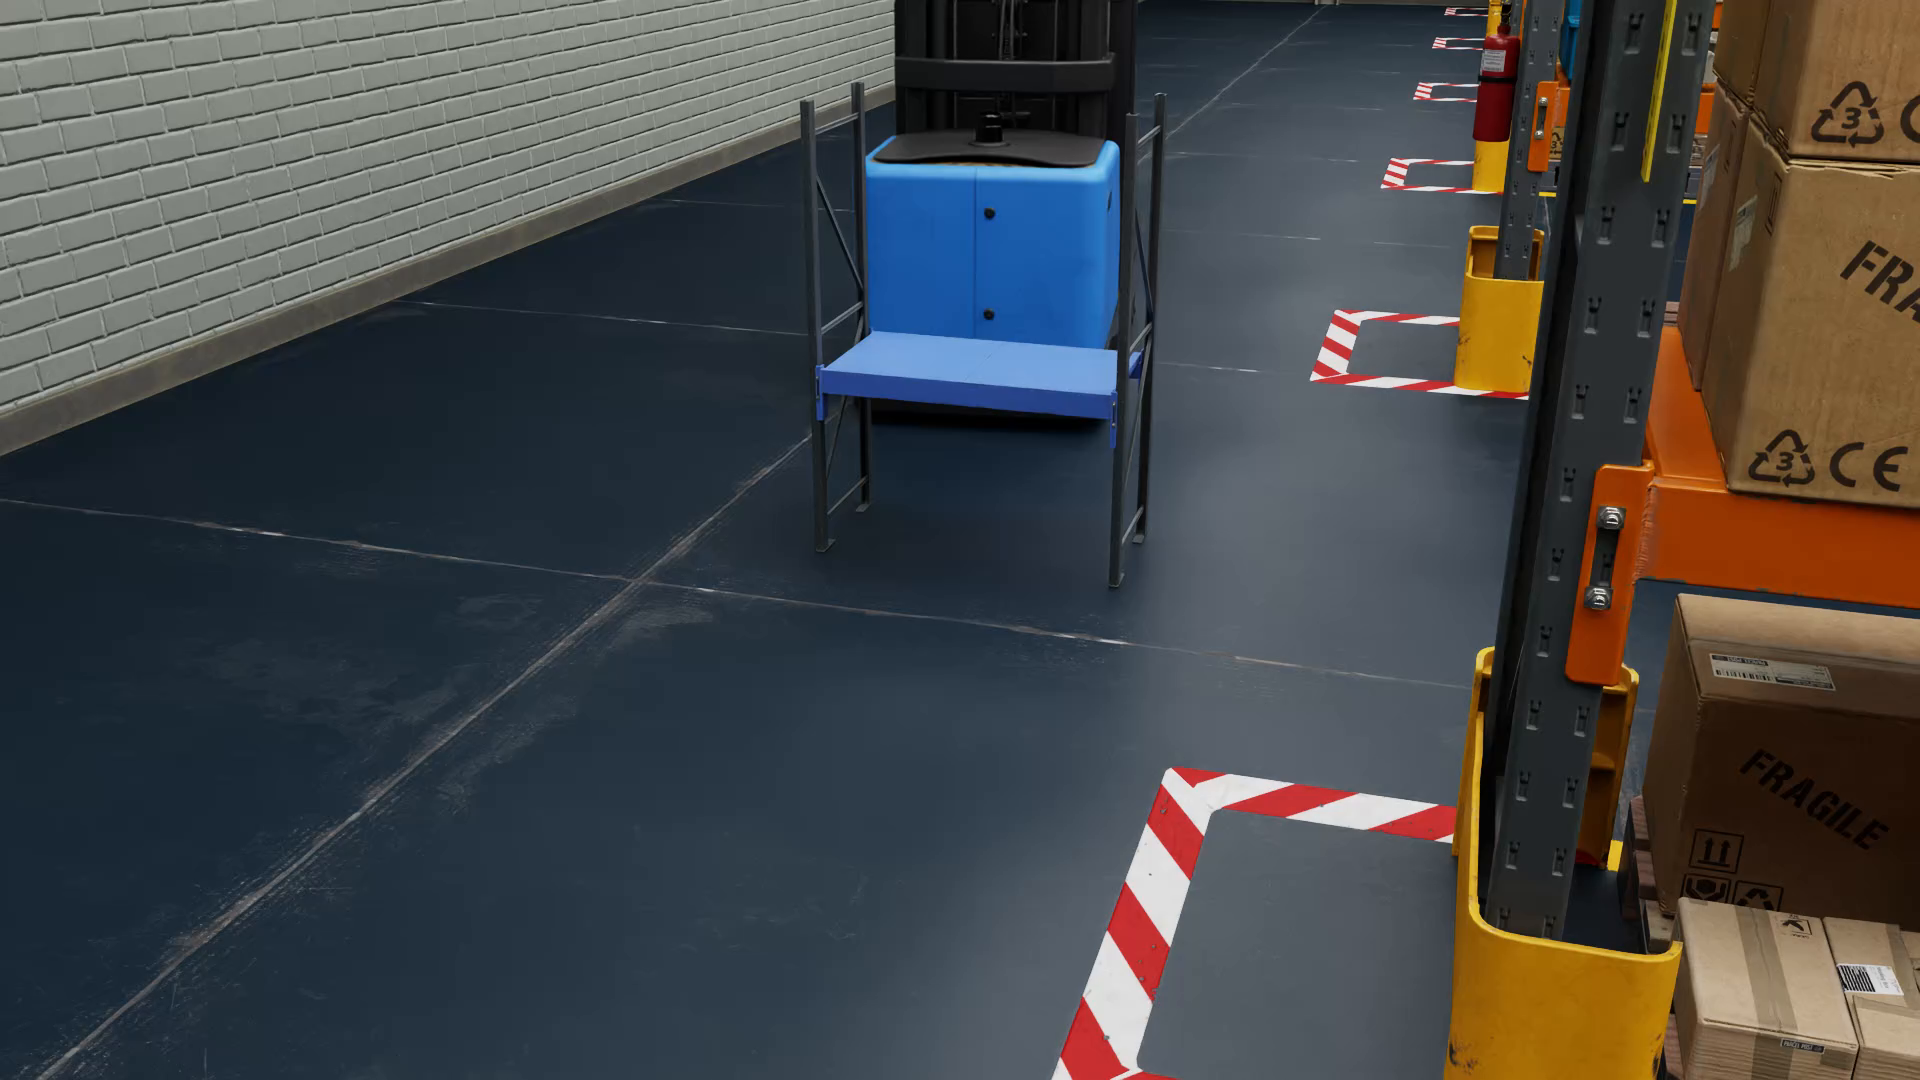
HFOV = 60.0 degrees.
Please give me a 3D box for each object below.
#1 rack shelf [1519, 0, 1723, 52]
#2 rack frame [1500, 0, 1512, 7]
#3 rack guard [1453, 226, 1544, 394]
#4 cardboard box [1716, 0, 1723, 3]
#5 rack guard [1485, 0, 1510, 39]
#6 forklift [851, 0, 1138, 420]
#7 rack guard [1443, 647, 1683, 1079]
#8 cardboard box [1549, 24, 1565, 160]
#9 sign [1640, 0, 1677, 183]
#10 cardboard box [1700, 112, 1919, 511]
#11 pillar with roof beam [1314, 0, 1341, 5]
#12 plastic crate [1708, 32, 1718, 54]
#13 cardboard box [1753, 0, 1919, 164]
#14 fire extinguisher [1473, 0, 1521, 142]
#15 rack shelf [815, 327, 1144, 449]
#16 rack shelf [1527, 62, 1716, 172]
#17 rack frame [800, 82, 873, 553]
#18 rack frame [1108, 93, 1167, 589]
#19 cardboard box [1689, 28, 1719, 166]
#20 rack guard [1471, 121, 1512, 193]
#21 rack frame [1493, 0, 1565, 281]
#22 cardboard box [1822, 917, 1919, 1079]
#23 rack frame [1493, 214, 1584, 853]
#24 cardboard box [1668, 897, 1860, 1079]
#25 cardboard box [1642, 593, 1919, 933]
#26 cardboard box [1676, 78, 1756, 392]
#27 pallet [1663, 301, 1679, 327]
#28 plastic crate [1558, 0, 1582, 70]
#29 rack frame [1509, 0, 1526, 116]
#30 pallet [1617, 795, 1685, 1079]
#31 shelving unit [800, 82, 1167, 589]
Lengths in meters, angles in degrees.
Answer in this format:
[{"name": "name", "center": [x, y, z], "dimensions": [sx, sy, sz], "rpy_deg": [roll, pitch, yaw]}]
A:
[{"name": "rack shelf", "center": [5.907, -3.509, 11.319], "dimensions": [4.000, 0.370, 1.077], "rpy_deg": [7, 23, 16]}, {"name": "rack frame", "center": [6.855, -7.661, 20.495], "dimensions": [0.127, 3.000, 1.000], "rpy_deg": [7, 23, 16]}, {"name": "rack guard", "center": [2.535, -1.103, 7.799], "dimensions": [0.348, 0.500, 1.175], "rpy_deg": [7, 23, 16]}, {"name": "cardboard box", "center": [4.978, -3.702, 11.173], "dimensions": [0.250, 0.149, 0.380], "rpy_deg": [6, 23, 15]}, {"name": "rack guard", "center": [6.832, -6.507, 20.975], "dimensions": [0.348, 0.500, 1.175], "rpy_deg": [7, 23, 16]}, {"name": "forklift", "center": [0.287, -2.368, 7.680], "dimensions": [1.130, 2.935, 3.031], "rpy_deg": [3, 23, 8]}, {"name": "rack guard", "center": [1.200, 0.703, 3.397], "dimensions": [0.348, 0.500, 1.175], "rpy_deg": [7, 23, 16]}, {"name": "cardboard box", "center": [4.628, -3.231, 11.940], "dimensions": [0.875, 0.875, 0.875], "rpy_deg": [7, 23, 16]}, {"name": "sign", "center": [0.971, -0.665, 2.298], "dimensions": [0.005, 0.325, 0.100], "rpy_deg": [7, 23, 16]}, {"name": "cardboard box", "center": [2.766, -0.321, 2.469], "dimensions": [3.026, 0.500, 1.079], "rpy_deg": [7, 23, 16]}, {"name": "pillar with roof beam", "center": [4.721, -11.300, 21.459], "dimensions": [0.400, 9.000, 9.100], "rpy_deg": [7, 23, 16]}, {"name": "plastic crate", "center": [3.395, -2.143, 7.311], "dimensions": [0.243, 0.136, 0.396], "rpy_deg": [7, 23, 16]}, {"name": "cardboard box", "center": [1.476, -0.826, 2.382], "dimensions": [0.500, 0.500, 0.500], "rpy_deg": [7, 23, 17]}, {"name": "fire extinguisher", "center": [2.549, -2.234, 7.858], "dimensions": [0.183, 0.674, 0.296], "rpy_deg": [7, 23, 16]}, {"name": "rack shelf", "center": [0.082, -0.518, 5.531], "dimensions": [1.000, 0.185, 0.538], "rpy_deg": [7, 23, 16]}, {"name": "rack shelf", "center": [4.477, -1.709, 6.932], "dimensions": [4.000, 0.370, 1.077], "rpy_deg": [7, 23, 16]}, {"name": "rack frame", "center": [-0.405, -0.740, 5.598], "dimensions": [0.032, 1.500, 0.500], "rpy_deg": [7, 23, 16]}, {"name": "rack frame", "center": [0.568, -0.629, 5.327], "dimensions": [0.032, 1.500, 0.500], "rpy_deg": [7, 23, 16]}, {"name": "cardboard box", "center": [5.500, -3.131, 11.697], "dimensions": [0.875, 0.875, 0.875], "rpy_deg": [7, 23, 16]}, {"name": "rack guard", "center": [3.969, -2.907, 12.198], "dimensions": [0.348, 0.500, 1.175], "rpy_deg": [7, 23, 16]}, {"name": "rack frame", "center": [2.562, -2.261, 7.330], "dimensions": [0.127, 3.000, 1.000], "rpy_deg": [7, 23, 16]}, {"name": "cardboard box", "center": [1.668, 0.844, 2.914], "dimensions": [0.250, 0.166, 0.380], "rpy_deg": [7, 23, 16]}, {"name": "rack frame", "center": [1.126, -0.461, 2.940], "dimensions": [0.053, 2.616, 0.949], "rpy_deg": [7, 23, 16]}, {"name": "cardboard box", "center": [1.429, 0.824, 2.985], "dimensions": [0.250, 0.149, 0.380], "rpy_deg": [7, 23, 16]}, {"name": "cardboard box", "center": [1.719, 0.461, 3.407], "dimensions": [0.500, 0.500, 0.500], "rpy_deg": [7, 23, 16]}, {"name": "cardboard box", "center": [1.635, -0.558, 3.046], "dimensions": [0.500, 0.500, 0.500], "rpy_deg": [7, 23, 17]}, {"name": "pallet", "center": [3.340, -0.866, 7.604], "dimensions": [1.213, 0.211, 1.003], "rpy_deg": [7, 23, 16]}, {"name": "plastic crate", "center": [2.936, -2.336, 7.388], "dimensions": [0.499, 0.435, 0.616], "rpy_deg": [7, 23, 16]}, {"name": "rack frame", "center": [3.992, -4.061, 11.717], "dimensions": [0.127, 3.000, 1.000], "rpy_deg": [7, 23, 16]}, {"name": "pallet", "center": [1.964, 0.924, 3.240], "dimensions": [1.213, 0.211, 1.003], "rpy_deg": [7, 23, 16]}, {"name": "shelving unit", "center": [0.082, -0.685, 5.463], "dimensions": [1.048, 1.500, 0.538], "rpy_deg": [7, 23, 16]}]
